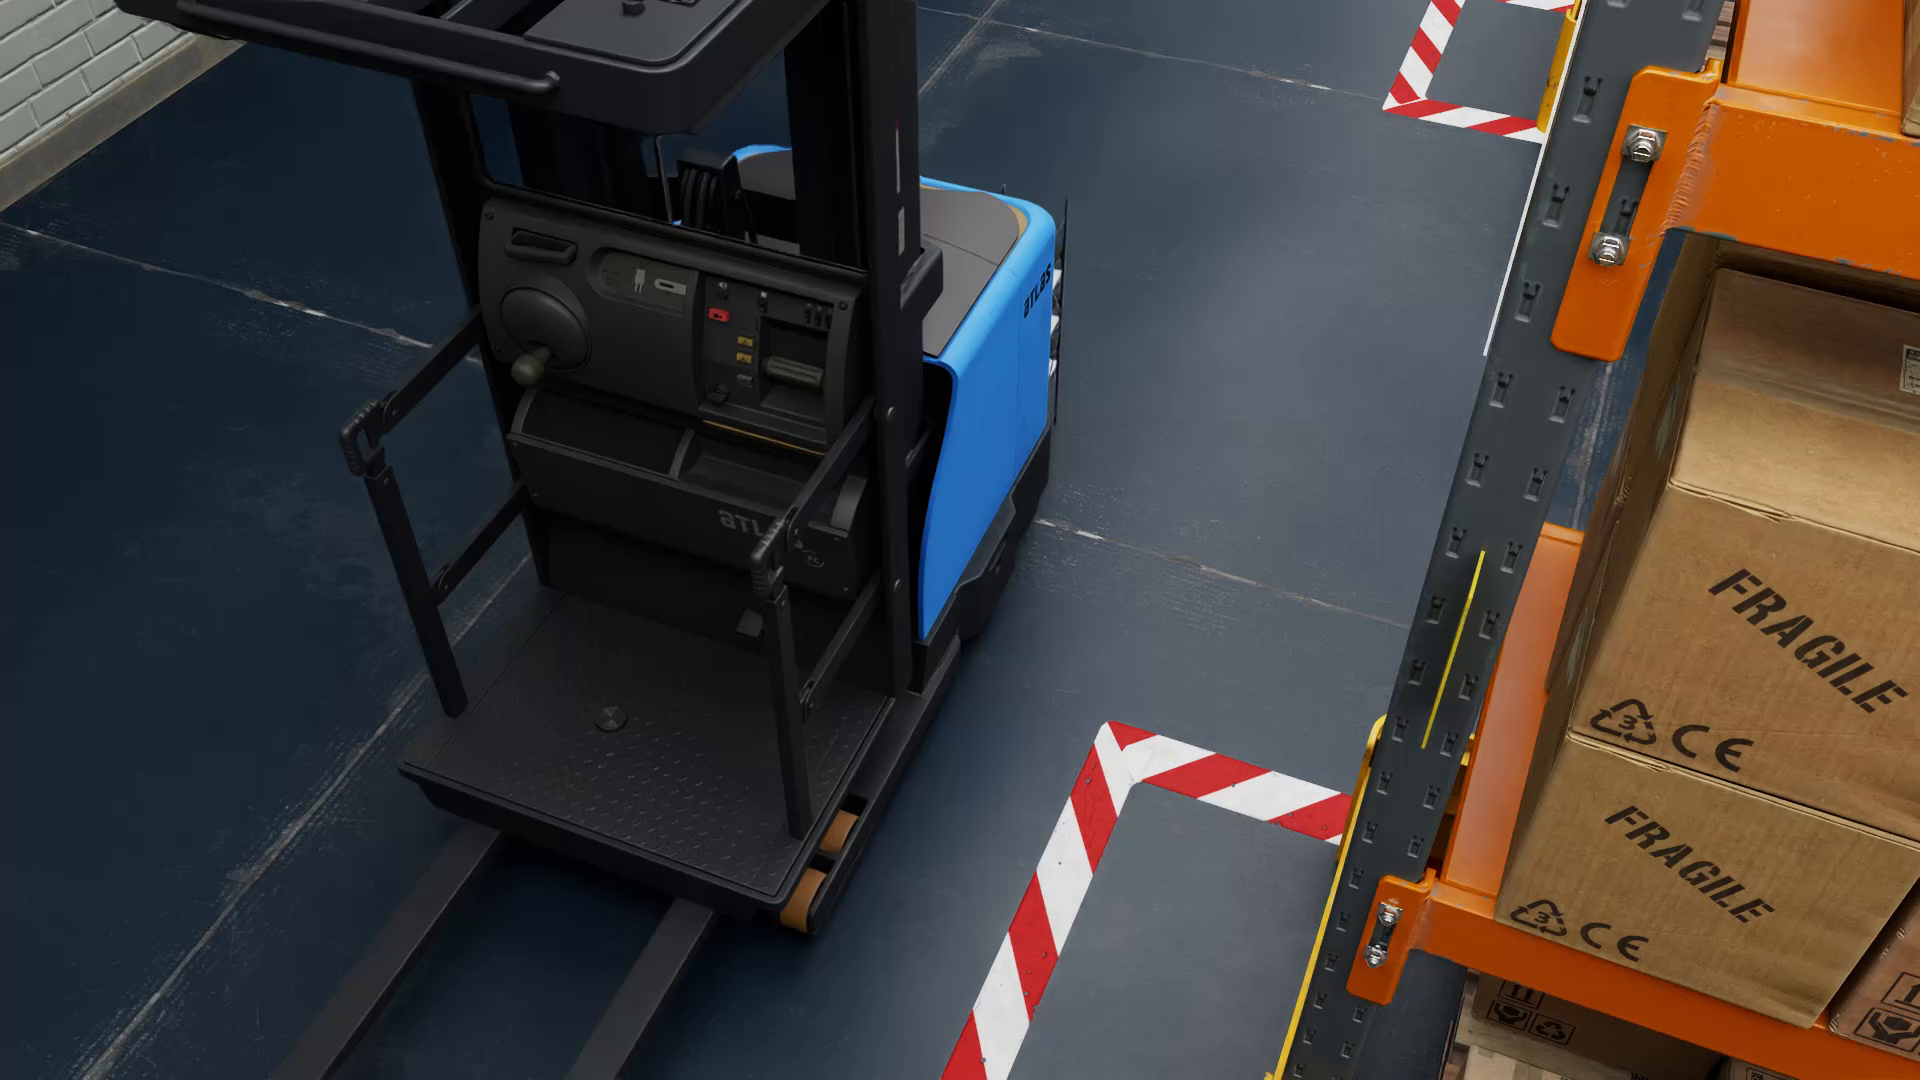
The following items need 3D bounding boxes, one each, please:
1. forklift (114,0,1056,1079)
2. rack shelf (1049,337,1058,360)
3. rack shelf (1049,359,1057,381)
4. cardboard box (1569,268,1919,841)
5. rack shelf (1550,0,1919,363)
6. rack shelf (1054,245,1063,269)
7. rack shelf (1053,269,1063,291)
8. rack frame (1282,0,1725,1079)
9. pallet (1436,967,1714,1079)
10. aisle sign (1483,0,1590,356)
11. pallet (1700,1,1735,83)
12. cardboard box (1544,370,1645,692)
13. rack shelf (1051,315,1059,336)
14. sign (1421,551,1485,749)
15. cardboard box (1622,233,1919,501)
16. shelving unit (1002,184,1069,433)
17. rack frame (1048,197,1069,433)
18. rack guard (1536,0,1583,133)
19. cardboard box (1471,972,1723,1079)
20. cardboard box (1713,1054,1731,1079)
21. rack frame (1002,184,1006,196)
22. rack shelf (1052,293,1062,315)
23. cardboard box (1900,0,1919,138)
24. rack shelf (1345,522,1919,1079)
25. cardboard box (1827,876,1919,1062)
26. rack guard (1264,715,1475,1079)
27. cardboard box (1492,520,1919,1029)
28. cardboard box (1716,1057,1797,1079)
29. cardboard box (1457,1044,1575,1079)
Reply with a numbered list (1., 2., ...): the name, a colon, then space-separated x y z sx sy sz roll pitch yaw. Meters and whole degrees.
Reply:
1. forklift: -0.743 -0.385 3.559 1.130 2.935 3.031 16 47 16
2. rack shelf: 0.189 -0.573 5.363 0.200 0.077 0.258 15 47 15
3. rack shelf: 0.189 -0.509 5.426 0.200 0.077 0.258 15 47 15
4. cardboard box: 1.213 0.014 2.329 0.500 0.500 0.500 18 48 17
5. rack shelf: 2.750 -0.153 1.661 4.000 0.370 1.077 16 47 16
6. rack shelf: 0.189 -0.828 5.109 0.200 0.077 0.258 15 47 15
7. rack shelf: 0.189 -0.765 5.172 0.200 0.077 0.258 15 47 15
8. rack frame: 0.905 0.112 3.011 0.127 3.000 1.000 16 47 16
9. pallet: 1.711 1.337 3.757 1.213 0.211 1.003 16 47 16
10. aisle sign: 0.729 -0.637 1.920 0.004 0.787 0.394 16 47 16
11. pallet: 3.561 -1.874 6.983 1.213 0.211 1.003 16 47 16
12. cardboard box: 1.423 0.021 3.031 0.500 0.500 0.500 18 48 17
13. rack shelf: 0.189 -0.637 5.299 0.200 0.077 0.258 15 47 15
14. sign: 0.696 0.159 2.350 0.005 0.325 0.100 16 47 16
15. cardboard box: 1.421 -0.336 2.681 0.500 0.500 0.500 16 47 15
16. shelving unit: 0.189 -0.661 5.276 0.210 0.900 0.258 15 47 15
17. rack frame: 0.284 -0.635 5.250 0.006 0.900 0.240 15 47 15
18. rack guard: 2.788 -2.223 7.130 0.348 0.500 1.175 16 47 16
19. cardboard box: 1.501 0.830 3.750 0.500 0.500 0.500 16 47 16
20. cardboard box: 1.840 1.116 3.698 0.250 0.166 0.380 16 47 16
21. rack frame: 0.094 -0.686 5.302 0.006 0.900 0.240 15 47 15
22. rack shelf: 0.189 -0.701 5.236 0.200 0.077 0.258 15 47 15
23. cardboard box: 1.281 -0.593 1.699 0.500 0.250 0.500 16 47 16
24. rack shelf: 2.750 0.910 2.719 4.000 0.370 1.077 16 47 16
25. cardboard box: 1.691 0.505 2.544 0.500 0.500 0.500 16 47 15
26. rack guard: 0.975 1.019 3.872 0.348 0.500 1.175 16 47 16
27. cardboard box: 1.213 0.369 2.682 0.500 0.500 0.500 17 47 17
28. cardboard box: 1.759 1.399 3.355 0.500 0.250 0.500 16 47 16
29. cardboard box: 1.159 1.304 3.522 0.250 0.149 0.380 16 47 16
